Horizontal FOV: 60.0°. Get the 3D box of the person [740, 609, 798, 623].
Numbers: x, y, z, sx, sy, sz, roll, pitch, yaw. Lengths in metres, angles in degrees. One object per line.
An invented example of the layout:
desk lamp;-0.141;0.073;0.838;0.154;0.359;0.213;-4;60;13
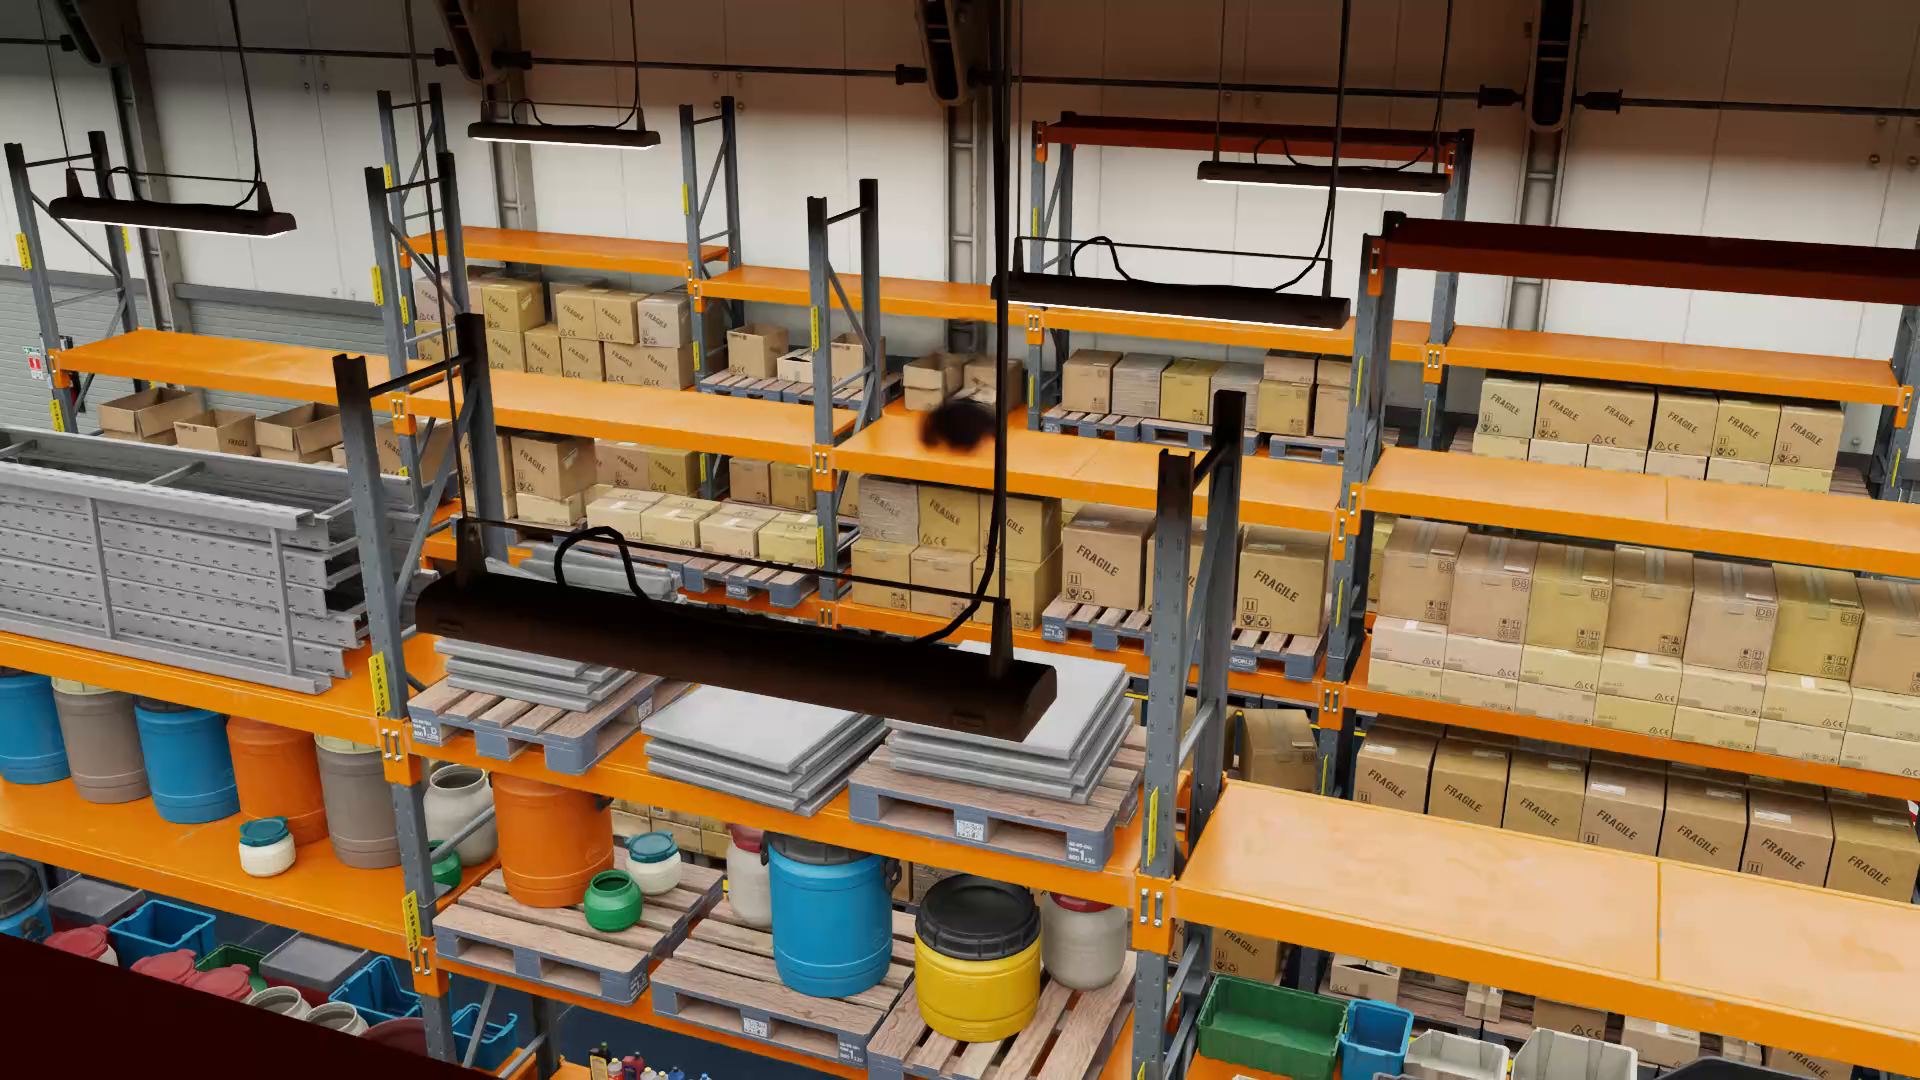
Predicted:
person;-1.834;1.039;17.408;0.941;1.633;0.504;1;21;3
